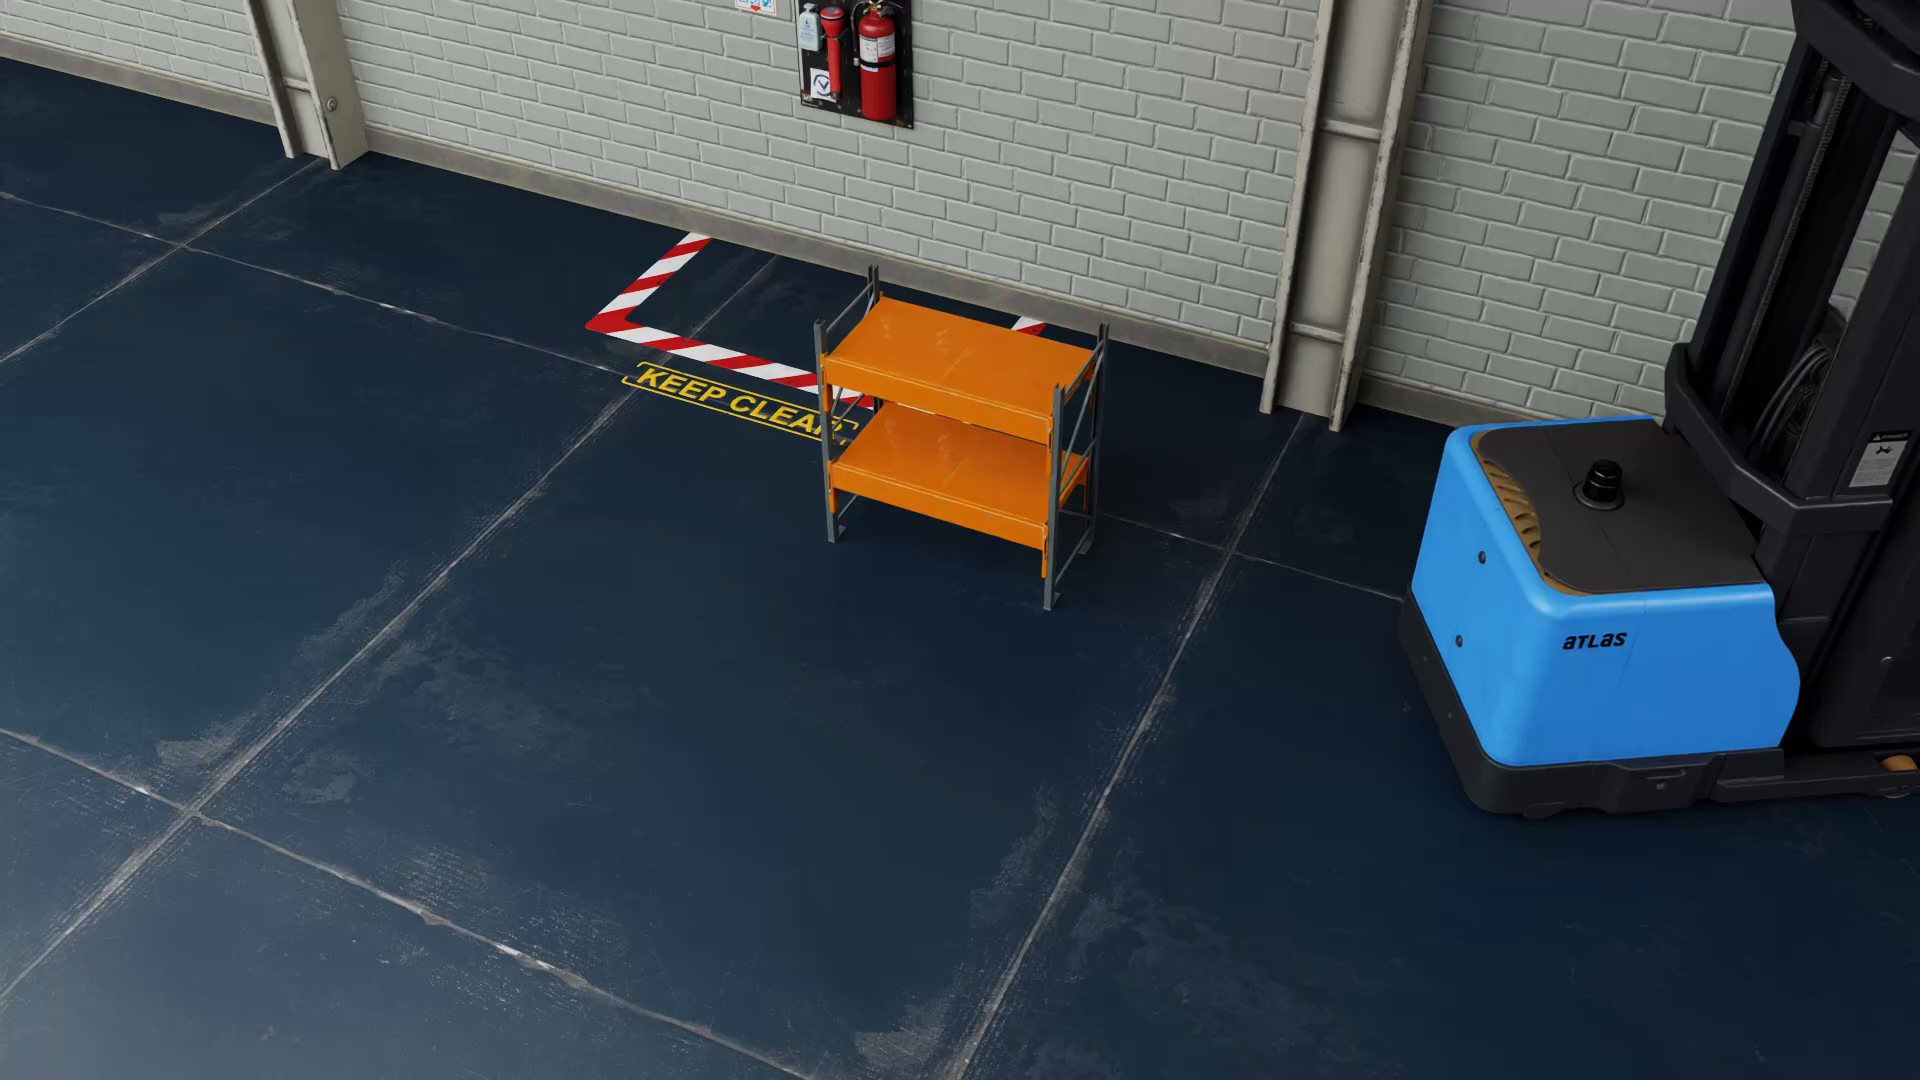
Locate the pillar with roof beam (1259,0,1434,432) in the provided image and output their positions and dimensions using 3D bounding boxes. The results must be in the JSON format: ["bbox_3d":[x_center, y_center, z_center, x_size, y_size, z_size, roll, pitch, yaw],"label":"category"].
[{"bbox_3d":[-0.143,-1.499,2.109,0.400,9.000,9.100,17,44,19],"label":"pillar with roof beam"}]

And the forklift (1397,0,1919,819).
[{"bbox_3d":[3.314,-0.497,5.586,3.031,2.935,1.130,-4,41,-4],"label":"forklift"}]

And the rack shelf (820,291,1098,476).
[{"bbox_3d":[0.006,-0.644,6.688,1.000,0.278,0.538,17,44,19],"label":"rack shelf"}]

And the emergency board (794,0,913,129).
[{"bbox_3d":[-0.547,-2.494,7.837,0.643,1.169,0.194,17,44,19],"label":"emergency board"}]

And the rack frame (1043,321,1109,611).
[{"bbox_3d":[0.467,-0.282,6.717,0.032,1.125,0.500,17,44,19],"label":"rack frame"}]

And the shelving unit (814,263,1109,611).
[{"bbox_3d":[0.006,-0.423,6.879,1.048,1.125,0.538,17,44,19],"label":"shelving unit"}]

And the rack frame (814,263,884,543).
[{"bbox_3d":[-0.455,-0.564,7.042,0.032,1.125,0.500,17,44,19],"label":"rack frame"}]

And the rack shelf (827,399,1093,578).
[{"bbox_3d":[0.006,-0.238,7.040,1.000,0.278,0.538,17,44,19],"label":"rack shelf"}]

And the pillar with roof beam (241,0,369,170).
[{"bbox_3d":[-5.581,-3.160,4.026,0.400,9.000,9.100,17,44,19],"label":"pillar with roof beam"}]

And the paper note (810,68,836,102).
[{"bbox_3d":[-0.678,-2.251,8.230,0.142,0.148,0.016,17,44,19],"label":"paper note"}]

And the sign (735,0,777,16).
[{"bbox_3d":[-1.004,-2.722,8.073,0.234,0.329,0.001,17,44,19],"label":"sign"}]
